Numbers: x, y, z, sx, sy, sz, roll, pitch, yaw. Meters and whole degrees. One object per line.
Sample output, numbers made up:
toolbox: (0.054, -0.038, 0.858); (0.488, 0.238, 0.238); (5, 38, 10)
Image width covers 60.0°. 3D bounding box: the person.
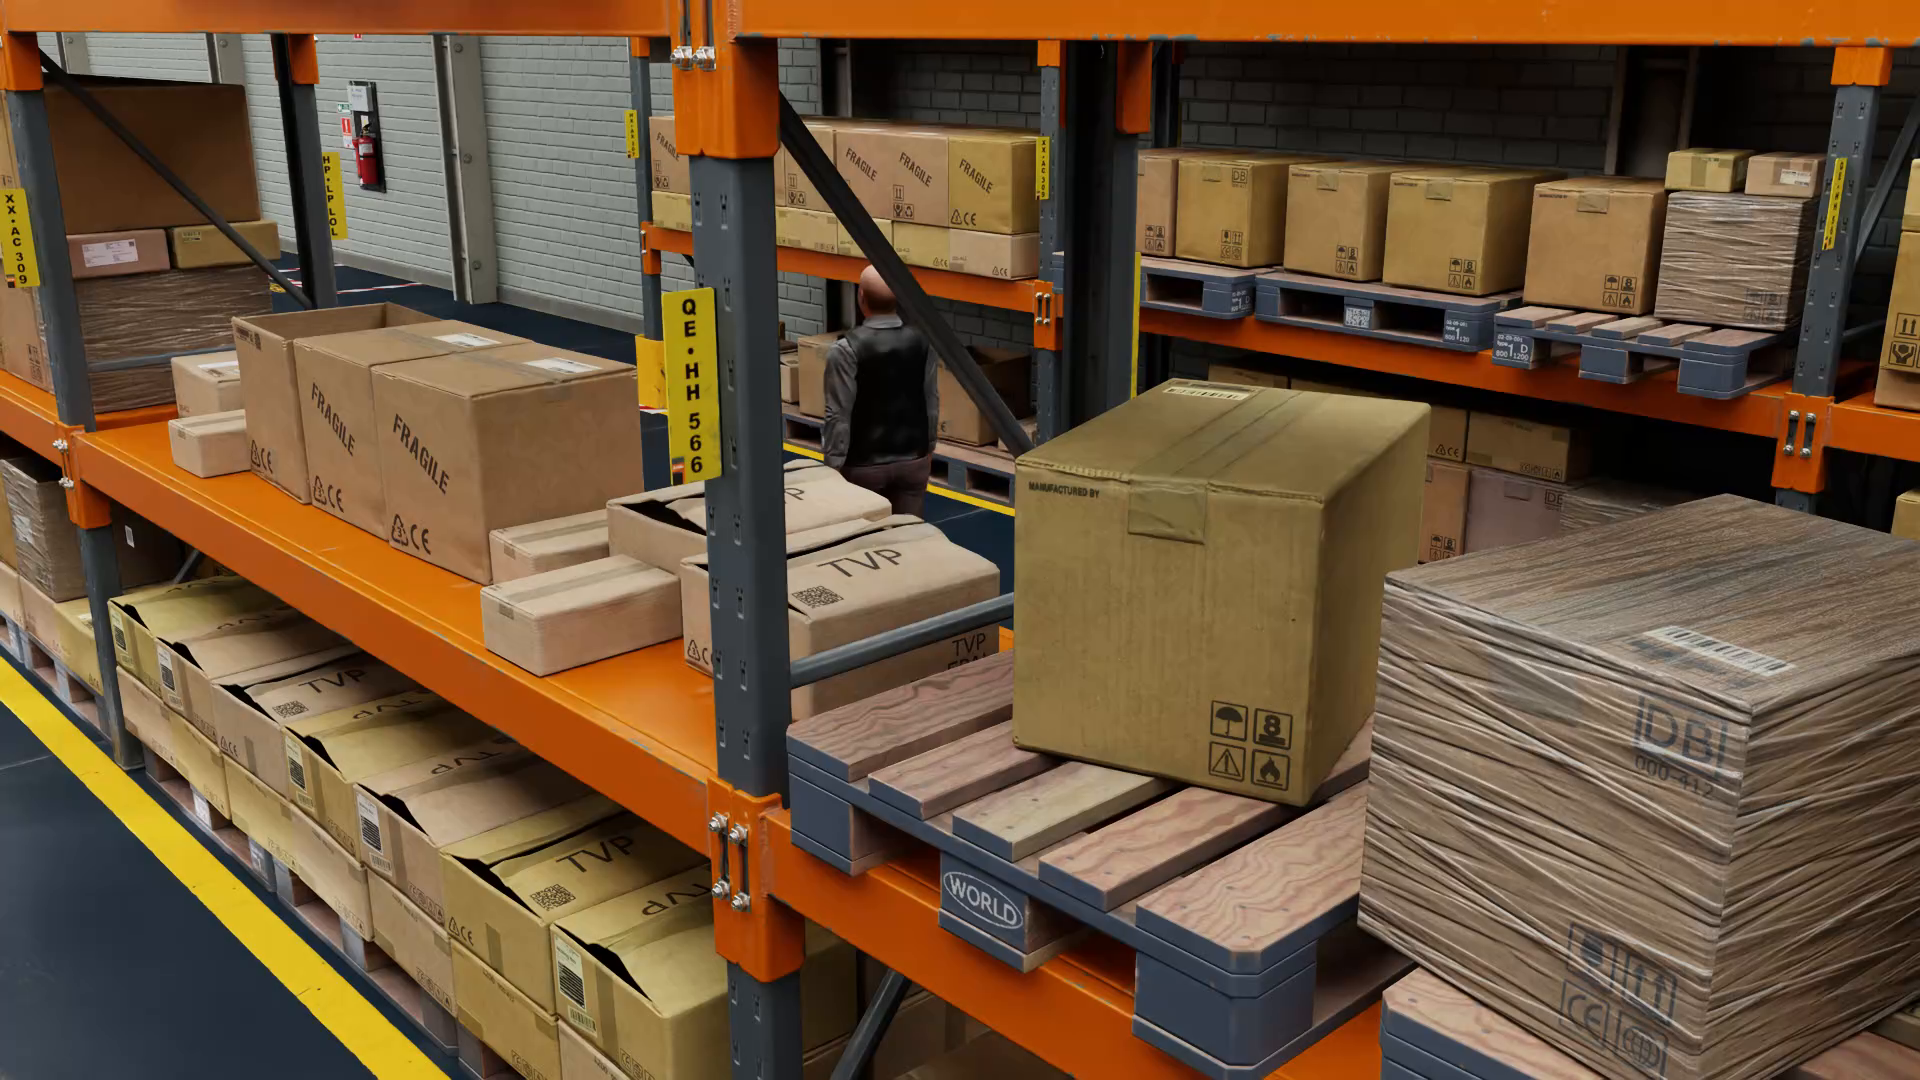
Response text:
person: (-0.394, -0.362, 7.226); (0.553, 1.708, 0.749); (-7, 19, -23)
